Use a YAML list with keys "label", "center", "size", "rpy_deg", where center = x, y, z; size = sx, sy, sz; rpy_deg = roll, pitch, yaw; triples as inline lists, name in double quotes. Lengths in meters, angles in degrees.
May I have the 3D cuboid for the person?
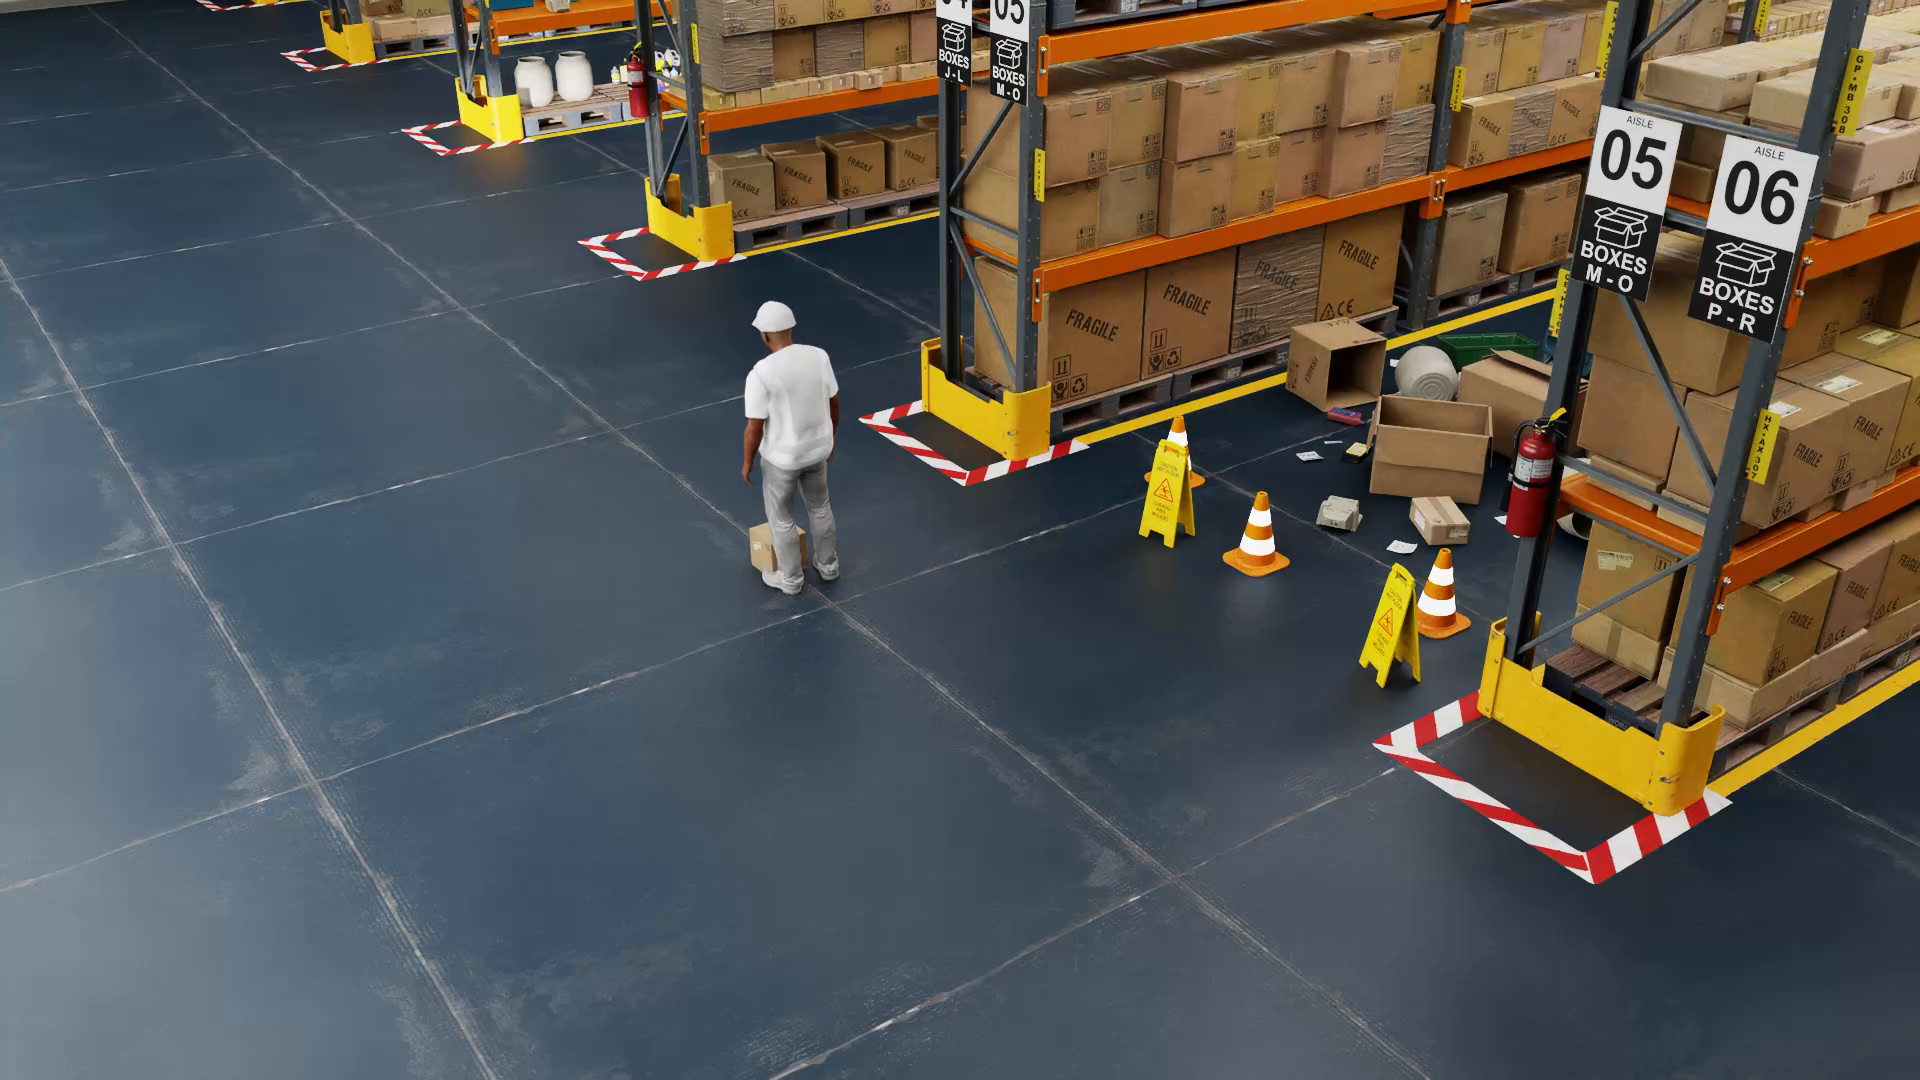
- label: "person"
  center: [-0.970, -0.525, 9.578]
  size: [0.638, 1.757, 0.454]
  rpy_deg: [-20, 34, -32]
